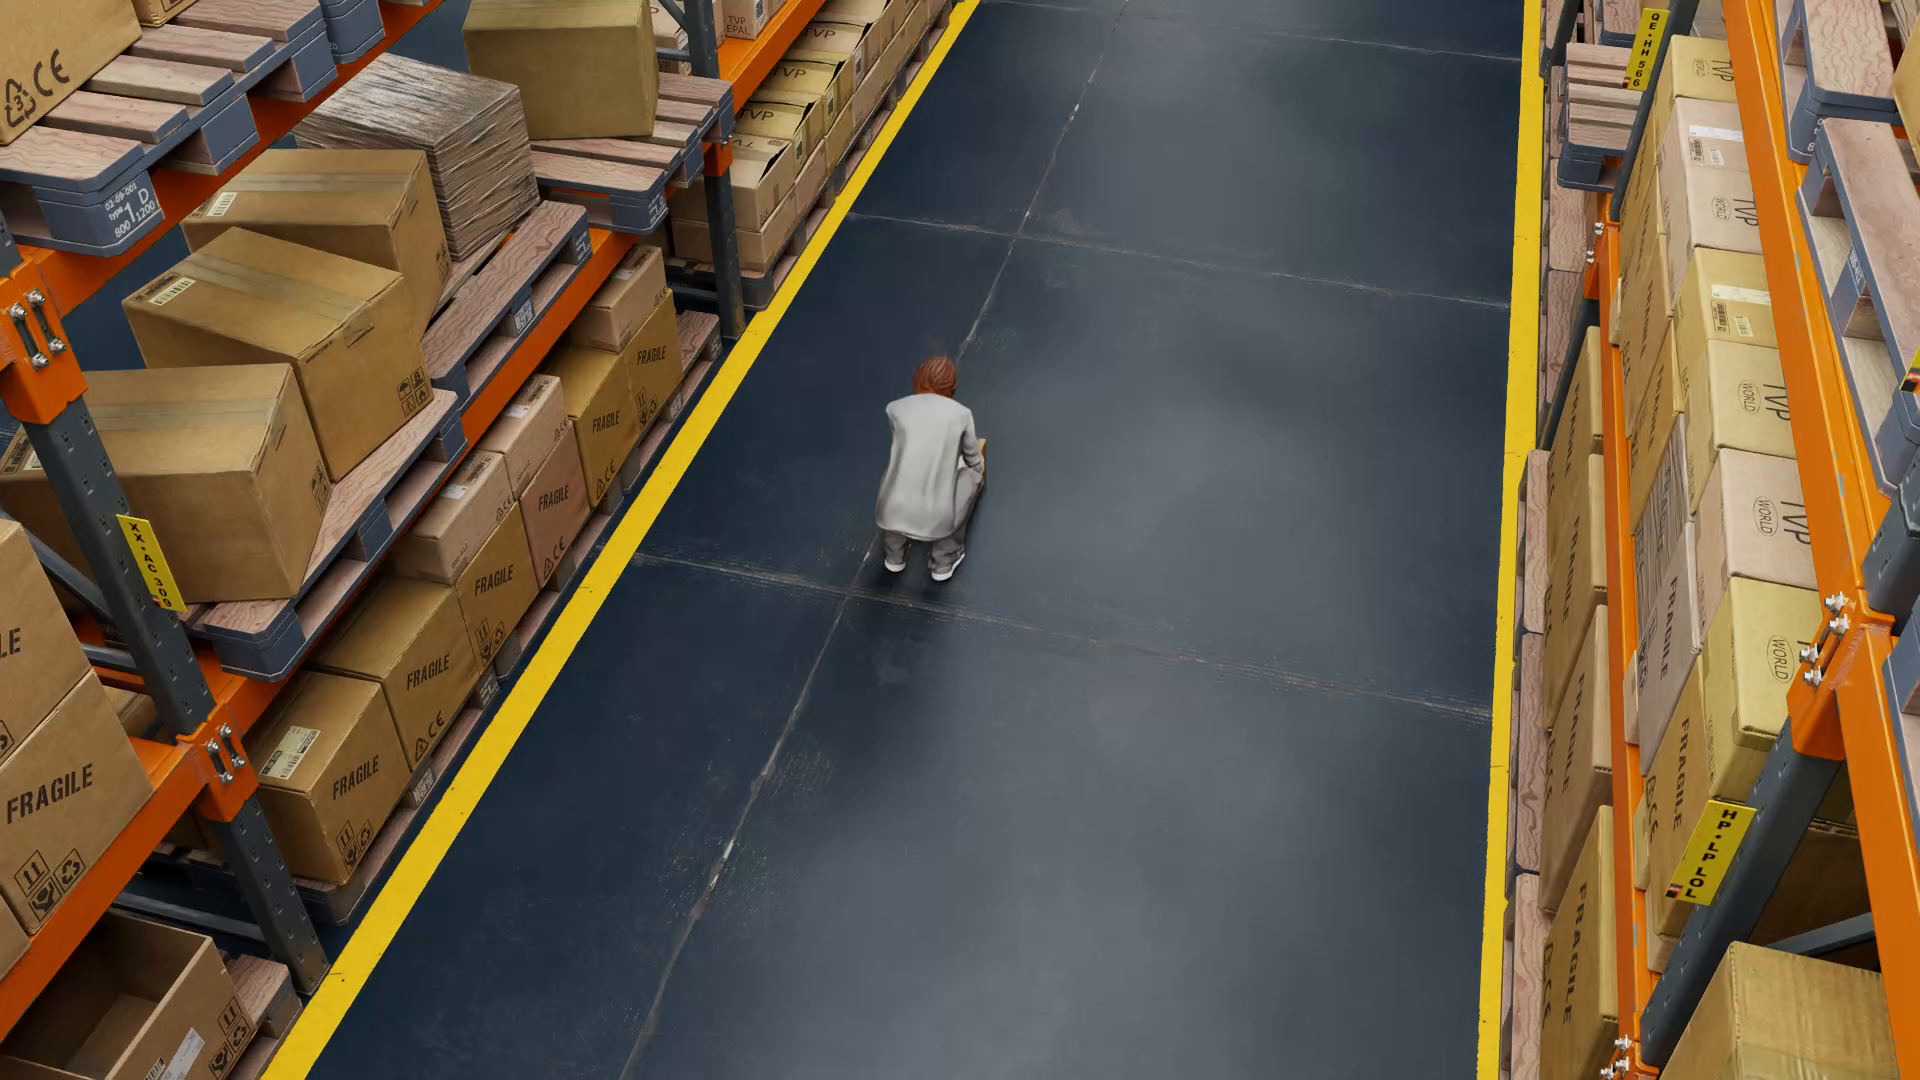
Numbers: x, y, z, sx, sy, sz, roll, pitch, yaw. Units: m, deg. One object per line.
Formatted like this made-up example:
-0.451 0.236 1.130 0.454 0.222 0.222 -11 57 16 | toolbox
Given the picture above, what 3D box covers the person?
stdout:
-0.134 -0.279 7.116 0.436 0.763 0.806 10 43 11 | person
